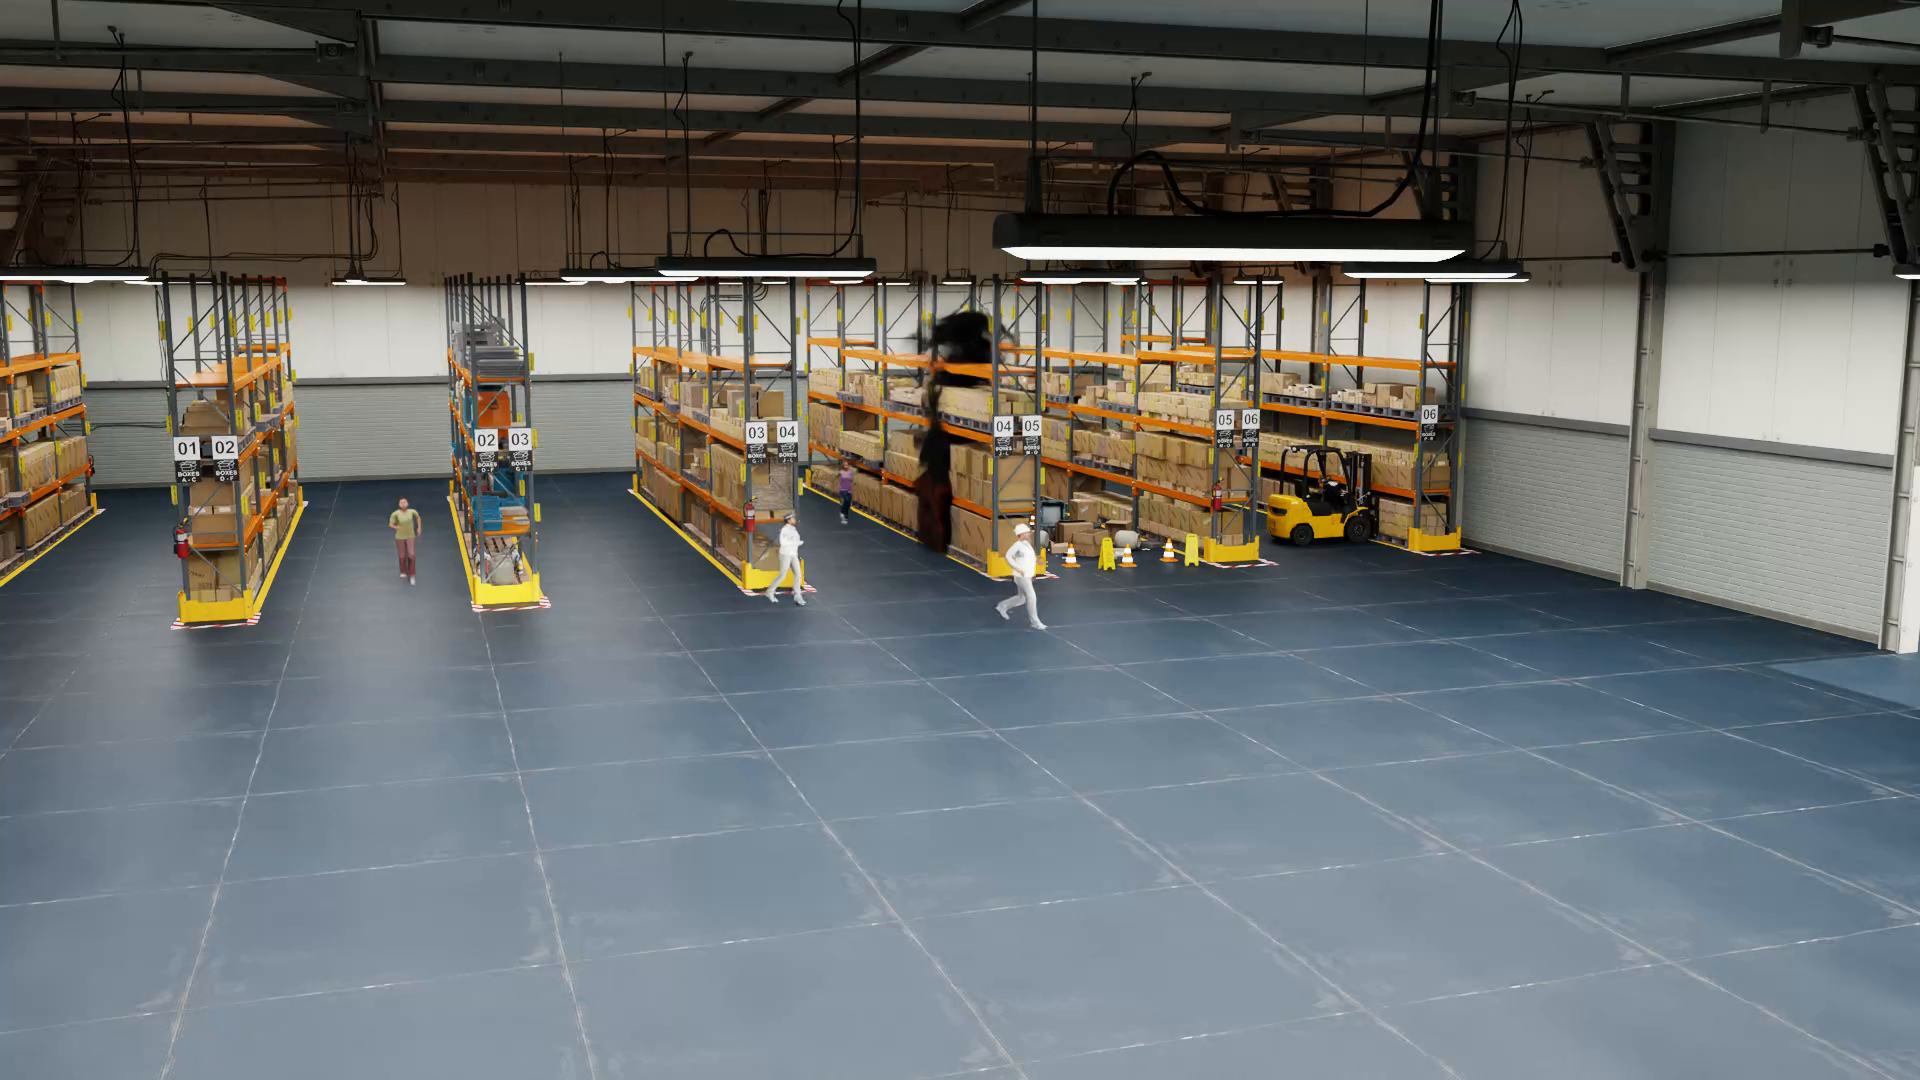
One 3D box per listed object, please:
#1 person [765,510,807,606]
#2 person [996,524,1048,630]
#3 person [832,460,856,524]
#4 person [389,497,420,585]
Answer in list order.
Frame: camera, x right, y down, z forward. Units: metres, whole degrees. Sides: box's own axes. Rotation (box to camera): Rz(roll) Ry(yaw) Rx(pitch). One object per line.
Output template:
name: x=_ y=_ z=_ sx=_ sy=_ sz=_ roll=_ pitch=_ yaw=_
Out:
person: x=-3.150 y=0.317 z=30.387 sx=0.806 sy=1.733 sz=0.612 roll=3 pitch=9 yaw=20
person: x=1.047 y=0.613 z=28.192 sx=0.940 sy=1.779 sz=0.663 roll=3 pitch=9 yaw=17
person: x=-2.769 y=-1.141 z=40.183 sx=0.510 sy=1.568 sz=0.686 roll=-4 pitch=10 yaw=-25
person: x=-10.858 y=0.011 z=32.569 sx=0.594 sy=1.743 sz=0.729 roll=-3 pitch=9 yaw=-21
